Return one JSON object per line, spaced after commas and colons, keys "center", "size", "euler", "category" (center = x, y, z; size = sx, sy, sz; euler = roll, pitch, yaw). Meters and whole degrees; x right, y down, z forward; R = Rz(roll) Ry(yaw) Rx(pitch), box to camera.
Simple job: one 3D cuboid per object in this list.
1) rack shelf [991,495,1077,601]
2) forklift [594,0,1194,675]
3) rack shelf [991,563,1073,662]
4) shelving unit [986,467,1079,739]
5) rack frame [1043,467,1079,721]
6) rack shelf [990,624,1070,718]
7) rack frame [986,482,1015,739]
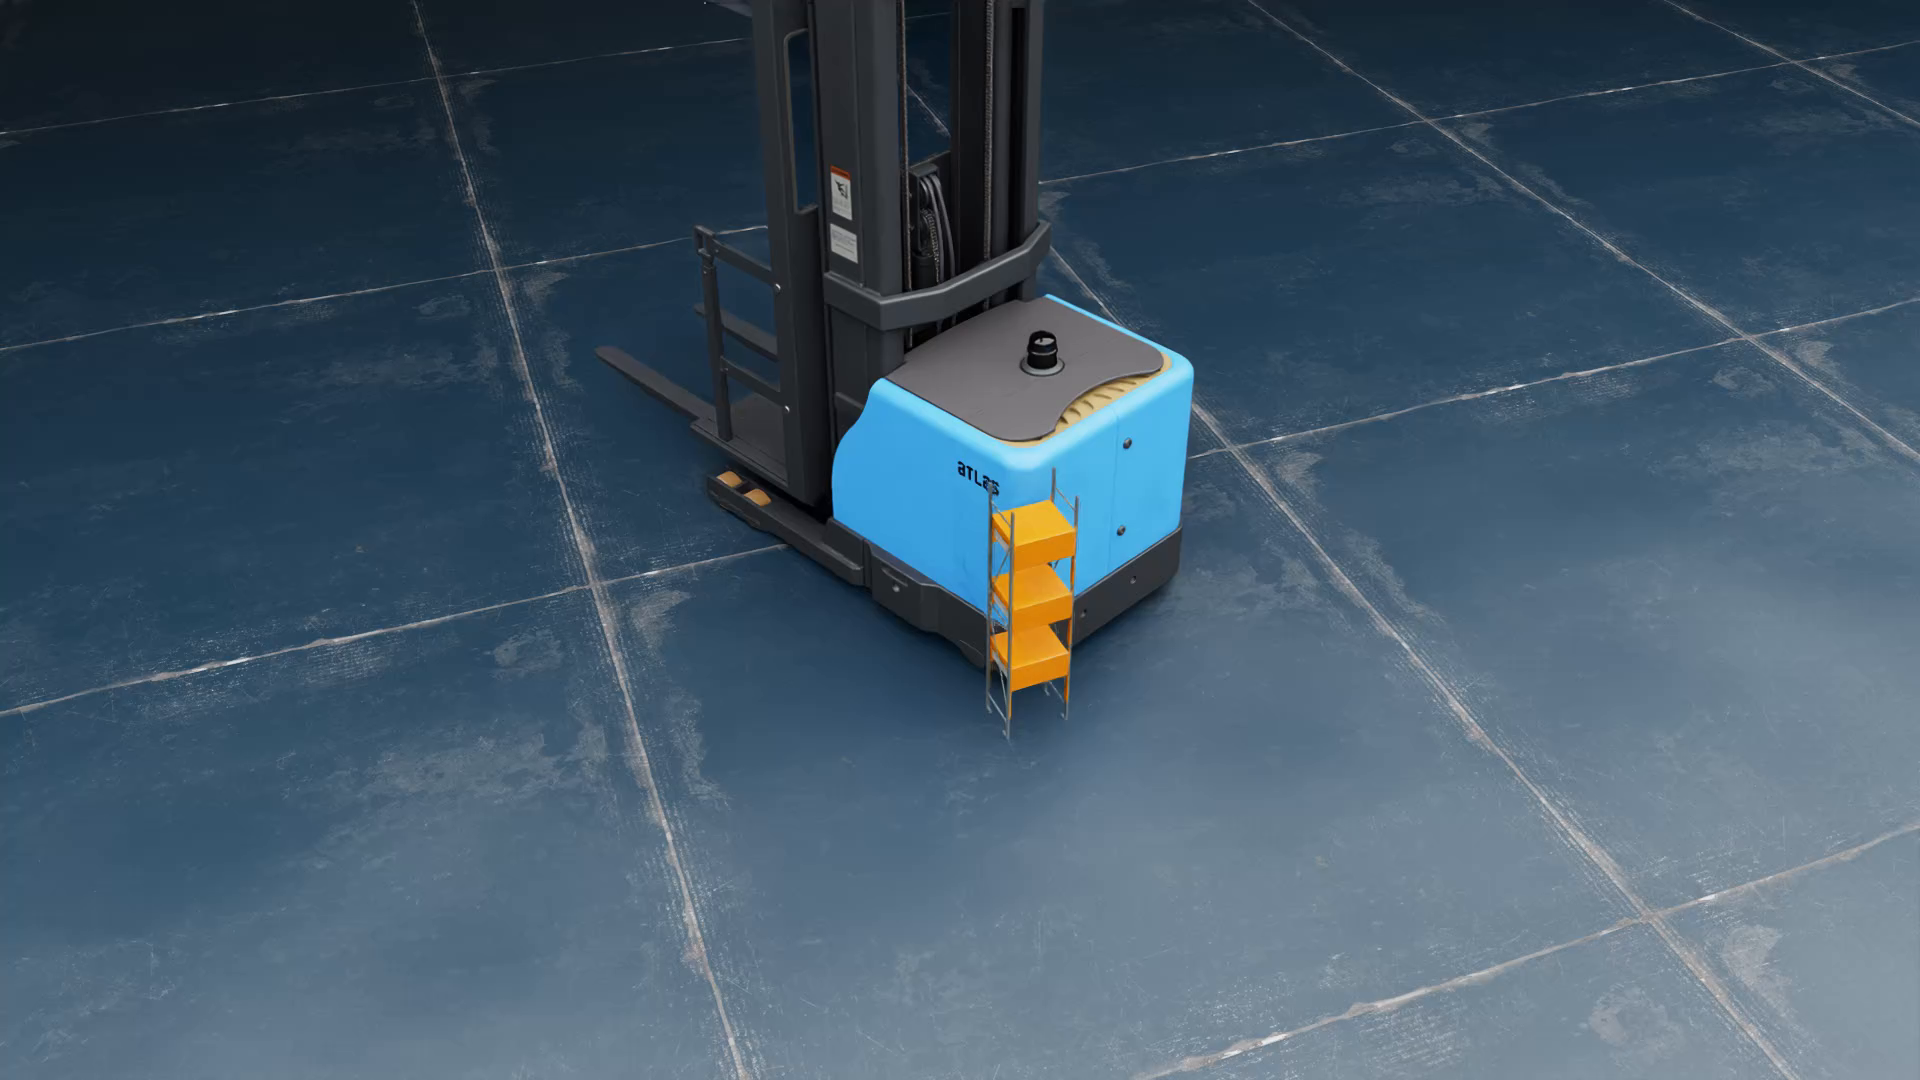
{"center": [0.255, 0.028, 5.887], "size": [0.240, 0.259, 0.215], "euler": [-15, 39, -18], "category": "rack shelf"}
{"center": [-0.482, -1.423, 6.703], "size": [3.031, 2.935, 1.130], "euler": [31, 47, 34], "category": "forklift"}
{"center": [0.255, 0.254, 6.058], "size": [0.240, 0.259, 0.215], "euler": [-15, 39, -18], "category": "rack shelf"}
{"center": [0.255, 0.245, 6.051], "size": [0.252, 1.050, 0.215], "euler": [-15, 39, -18], "category": "shelving unit"}
{"center": [0.367, 0.216, 6.090], "size": [0.008, 1.050, 0.200], "euler": [-15, 39, -18], "category": "rack frame"}
{"center": [0.255, 0.476, 6.225], "size": [0.240, 0.259, 0.215], "euler": [-15, 39, -18], "category": "rack shelf"}
{"center": [0.143, 0.275, 6.013], "size": [0.008, 1.050, 0.200], "euler": [-15, 39, -18], "category": "rack frame"}
